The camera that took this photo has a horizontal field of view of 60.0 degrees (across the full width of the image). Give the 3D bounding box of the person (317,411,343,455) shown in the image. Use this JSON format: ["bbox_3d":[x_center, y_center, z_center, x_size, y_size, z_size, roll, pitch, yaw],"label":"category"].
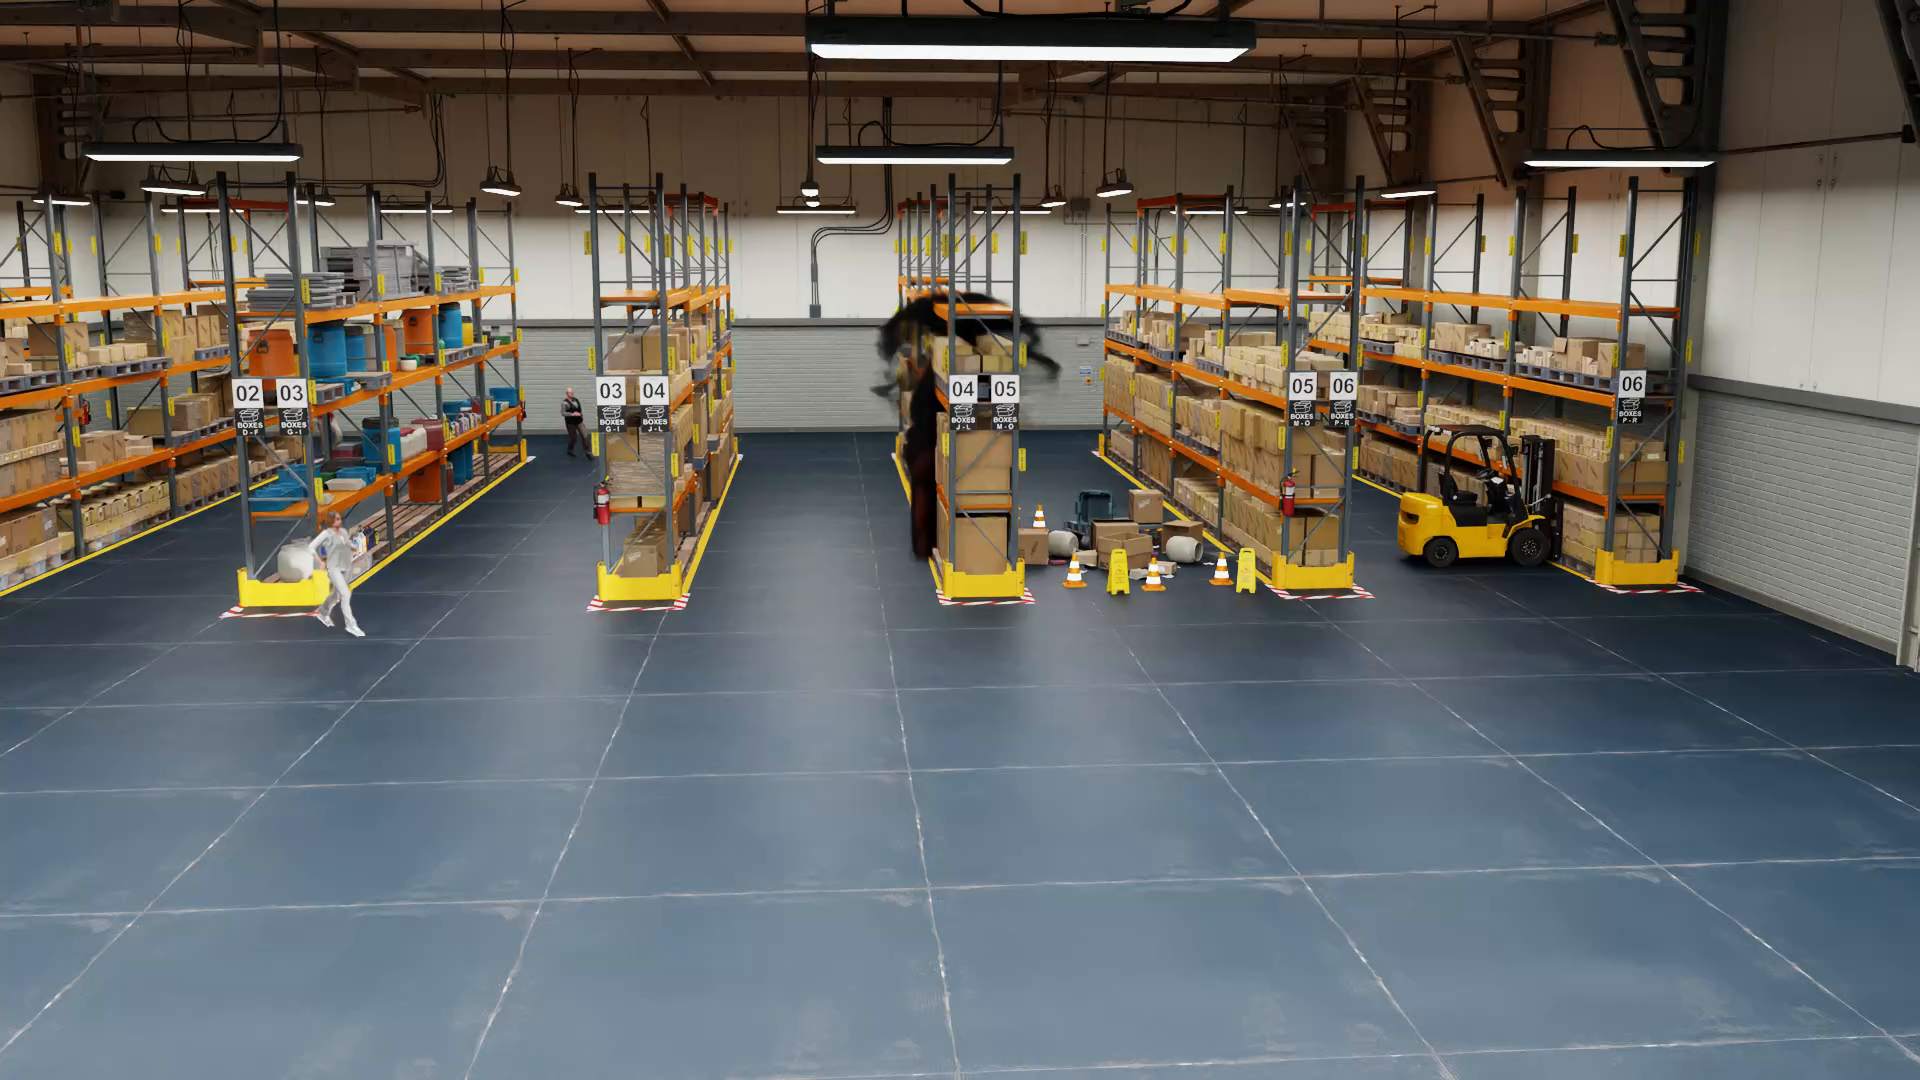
[{"bbox_3d":[-15.130,-2.751,39.589,0.705,1.765,0.714,7,12,35],"label":"person"}]

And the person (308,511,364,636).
[{"bbox_3d":[-8.105,0.418,21.622,0.832,1.614,0.525,4,11,20],"label":"person"}]

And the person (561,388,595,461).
[{"bbox_3d":[-9.118,-2.717,39.169,0.905,1.712,0.663,10,14,43],"label":"person"}]
